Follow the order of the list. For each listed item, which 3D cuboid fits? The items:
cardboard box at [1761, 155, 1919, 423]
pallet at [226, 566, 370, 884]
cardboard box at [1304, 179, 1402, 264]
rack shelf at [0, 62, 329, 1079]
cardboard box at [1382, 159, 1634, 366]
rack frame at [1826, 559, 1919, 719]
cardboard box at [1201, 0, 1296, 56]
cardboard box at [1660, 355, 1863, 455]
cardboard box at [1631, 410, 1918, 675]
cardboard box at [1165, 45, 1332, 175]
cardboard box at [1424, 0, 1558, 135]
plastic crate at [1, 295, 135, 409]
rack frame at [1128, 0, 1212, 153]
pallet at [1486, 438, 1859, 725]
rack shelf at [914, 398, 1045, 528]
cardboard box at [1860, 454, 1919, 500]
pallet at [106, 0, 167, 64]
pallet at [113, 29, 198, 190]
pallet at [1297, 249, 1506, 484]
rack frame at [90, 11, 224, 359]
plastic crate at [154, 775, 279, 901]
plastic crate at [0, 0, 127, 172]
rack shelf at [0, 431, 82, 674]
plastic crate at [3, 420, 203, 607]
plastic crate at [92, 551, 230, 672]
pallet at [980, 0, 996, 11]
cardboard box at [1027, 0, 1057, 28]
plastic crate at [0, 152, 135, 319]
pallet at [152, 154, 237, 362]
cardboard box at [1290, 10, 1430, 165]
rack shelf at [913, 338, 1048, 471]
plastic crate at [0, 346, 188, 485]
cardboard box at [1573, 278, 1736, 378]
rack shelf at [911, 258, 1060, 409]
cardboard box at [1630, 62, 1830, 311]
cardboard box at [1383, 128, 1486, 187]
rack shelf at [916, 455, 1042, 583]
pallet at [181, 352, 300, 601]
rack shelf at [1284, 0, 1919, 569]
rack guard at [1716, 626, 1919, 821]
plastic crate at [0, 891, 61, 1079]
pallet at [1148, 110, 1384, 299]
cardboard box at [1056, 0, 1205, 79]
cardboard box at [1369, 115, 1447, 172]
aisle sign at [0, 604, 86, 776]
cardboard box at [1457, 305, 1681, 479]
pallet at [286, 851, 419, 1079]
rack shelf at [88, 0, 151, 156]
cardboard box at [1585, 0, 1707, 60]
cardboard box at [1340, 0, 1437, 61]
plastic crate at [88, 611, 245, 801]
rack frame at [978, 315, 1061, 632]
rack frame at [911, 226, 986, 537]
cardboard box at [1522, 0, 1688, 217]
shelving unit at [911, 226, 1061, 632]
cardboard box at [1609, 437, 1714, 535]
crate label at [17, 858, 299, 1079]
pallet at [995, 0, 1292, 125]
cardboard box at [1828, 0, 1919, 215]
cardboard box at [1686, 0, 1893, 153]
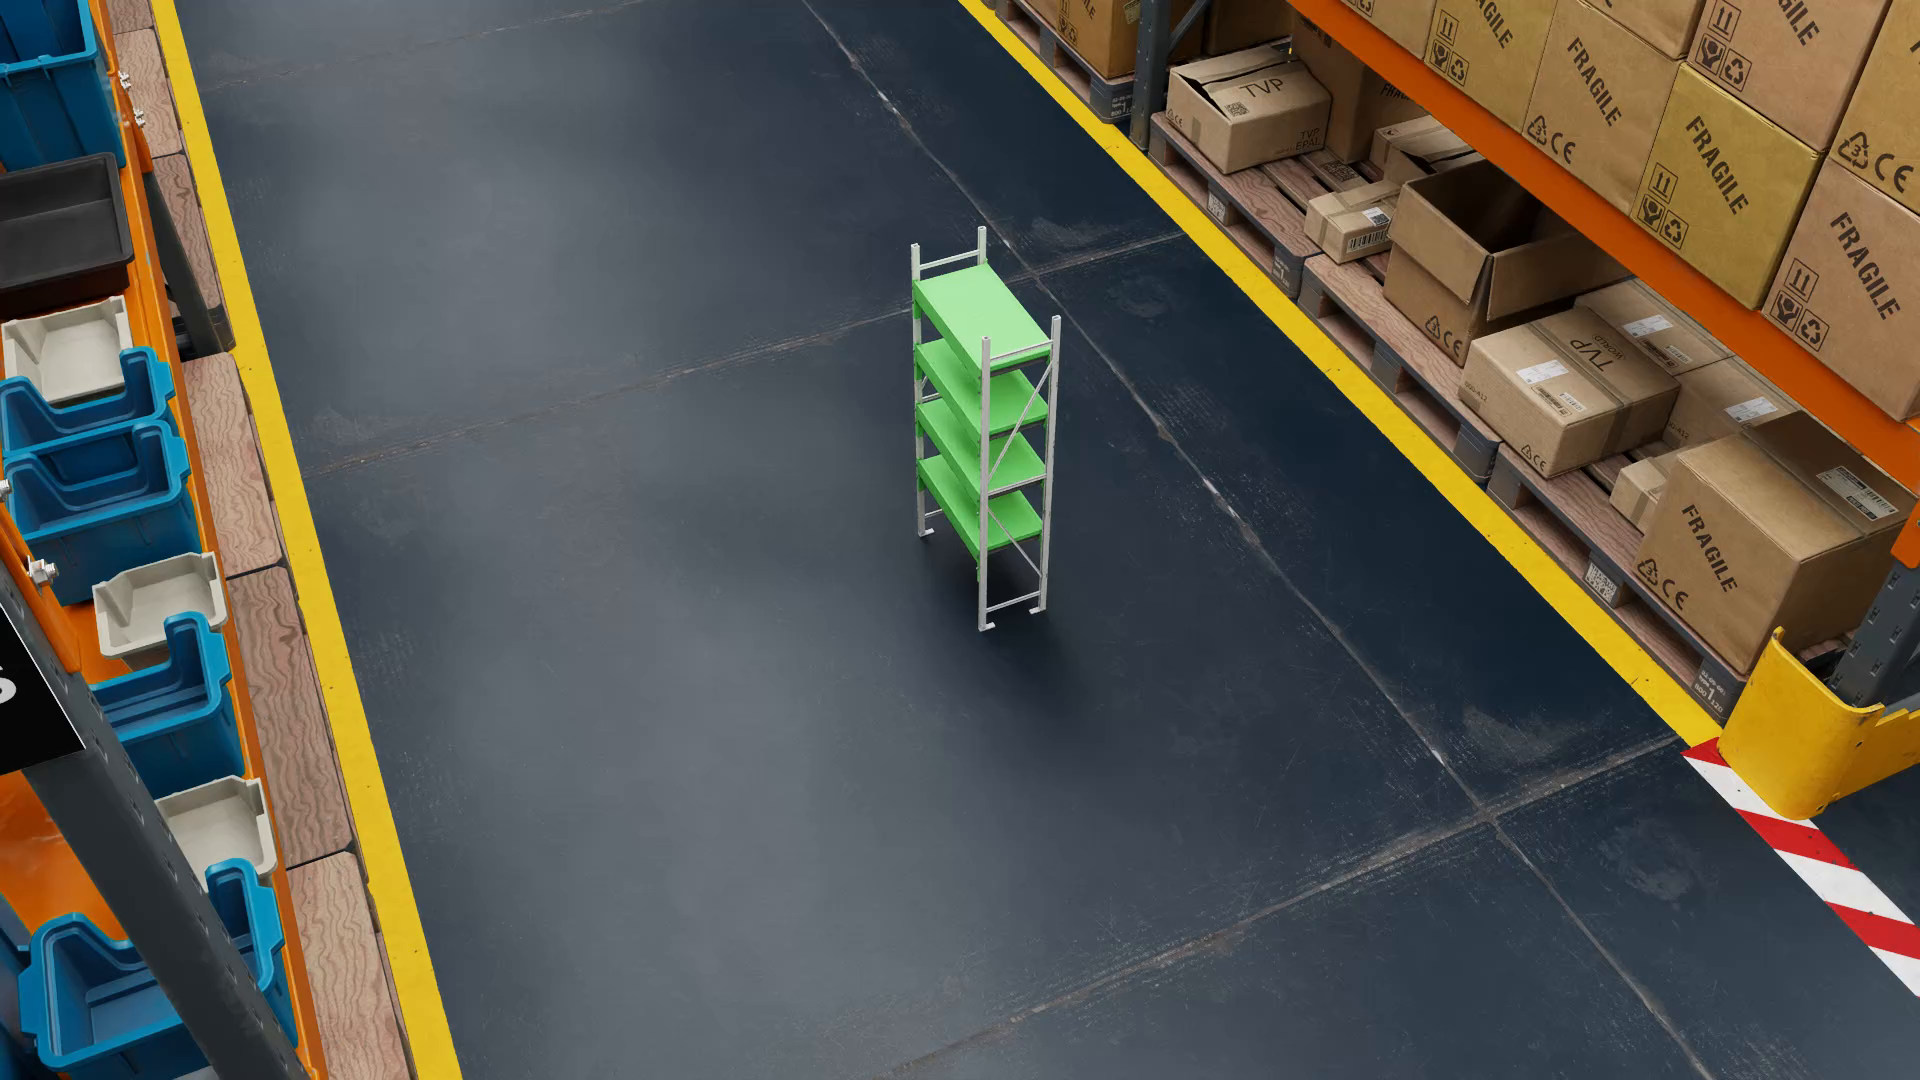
[{"bbox_3d":[2.498,-0.698,4.250,0.500,0.500,0.500,-17,47,-16],"label":"cardboard box"},{"bbox_3d":[-2.384,0.683,4.908,1.003,0.211,1.213,-18,47,-17],"label":"pallet"},{"bbox_3d":[1.604,-1.275,6.610,0.380,0.166,0.250,-18,47,-17],"label":"cardboard box"},{"bbox_3d":[-2.404,-0.015,4.142,1.077,0.370,4.000,-18,47,-17],"label":"rack shelf"},{"bbox_3d":[2.046,-1.078,6.171,0.797,0.503,0.637,-18,47,-17],"label":"cardboard box"},{"bbox_3d":[2.933,-0.457,4.078,1.000,3.000,0.127,-18,47,-17],"label":"rack frame"},{"bbox_3d":[1.269,-2.653,7.770,0.500,0.500,0.500,-20,48,-19],"label":"cardboard box"},{"bbox_3d":[2.751,-0.384,5.648,0.500,0.250,0.500,-18,47,-17],"label":"cardboard box"},{"bbox_3d":[2.481,0.002,5.078,0.500,0.500,0.500,-18,47,-17],"label":"cardboard box"},{"bbox_3d":[1.231,-1.874,7.115,0.500,0.311,0.500,-18,47,-17],"label":"cardboard box"},{"bbox_3d":[1.860,-1.668,5.234,0.500,0.500,0.500,-19,48,-18],"label":"cardboard box"},{"bbox_3d":[-2.240,-0.452,4.218,0.293,0.136,0.466,-18,47,-17],"label":"plastic crate"},{"bbox_3d":[1.251,-3.006,6.661,1.000,3.000,0.127,-18,47,-17],"label":"rack frame"},{"bbox_3d":[2.565,-0.021,5.621,1.003,0.211,1.213,-18,47,-17],"label":"pallet"},{"bbox_3d":[0.070,-0.276,5.267,0.258,0.148,0.480,-18,47,-17],"label":"rack shelf"},{"bbox_3d":[2.964,-0.133,5.453,0.380,0.166,0.250,-18,47,-17],"label":"cardboard box"},{"bbox_3d":[-4.557,-2.612,8.247,1.003,0.211,1.213,-18,47,-17],"label":"pallet"},{"bbox_3d":[-4.048,-1.836,7.460,1.003,0.211,1.213,-18,47,-17],"label":"pallet"},{"bbox_3d":[2.056,-0.797,6.408,1.003,0.211,1.213,-18,47,-17],"label":"pallet"},{"bbox_3d":[-3.245,-1.546,5.181,1.000,3.000,0.127,-18,47,-17],"label":"rack frame"},{"bbox_3d":[-1.428,0.592,3.159,0.250,0.136,0.298,-18,47,-17],"label":"plastic crate"},{"bbox_3d":[-2.739,-1.365,4.966,0.392,0.384,0.575,-18,47,-17],"label":"plastic crate"},{"bbox_3d":[-2.404,-1.083,3.088,1.077,0.370,4.000,-18,47,-17],"label":"rack shelf"},{"bbox_3d":[-1.922,-0.052,3.744,0.416,0.233,0.300,-18,47,-17],"label":"plastic crate"},{"bbox_3d":[-1.713,0.160,3.597,0.250,0.136,0.298,-18,47,-17],"label":"plastic crate"},{"bbox_3d":[0.358,-3.299,8.943,1.003,0.211,1.213,-18,47,-17],"label":"pallet"},{"bbox_3d":[0.583,-2.820,7.939,0.500,0.500,0.500,-18,47,-17],"label":"cardboard box"},{"bbox_3d":[-2.530,-0.835,4.614,0.437,0.125,0.590,-18,47,-17],"label":"plastic crate"},{"bbox_3d":[-3.531,-1.057,6.671,1.003,0.211,1.213,-18,47,-17],"label":"pallet"},{"bbox_3d":[1.748,-1.994,7.101,0.500,0.500,0.500,-18,47,-17],"label":"cardboard box"},{"bbox_3d":[0.070,-0.447,5.098,0.258,0.148,0.480,-18,47,-17],"label":"rack shelf"},{"bbox_3d":[-2.048,-0.243,3.937,0.416,0.233,0.300,-18,47,-17],"label":"plastic crate"},{"bbox_3d":[2.541,-0.702,5.971,0.500,0.250,0.500,-18,47,-17],"label":"cardboard box"},{"bbox_3d":[0.070,-0.618,4.929,0.258,0.148,0.480,-18,47,-17],"label":"rack shelf"},{"bbox_3d":[2.276,-1.027,4.584,0.500,0.500,0.500,-18,47,-17],"label":"cardboard box"},{"bbox_3d":[2.063,-1.448,6.683,0.500,0.311,0.500,-18,47,-17],"label":"cardboard box"},{"bbox_3d":[0.070,-0.105,5.435,0.258,0.148,0.480,-18,47,-17],"label":"rack shelf"},{"bbox_3d":[-2.900,-0.096,5.697,1.003,0.211,1.213,-18,47,-17],"label":"pallet"},{"bbox_3d":[2.092,-1.476,5.622,1.077,0.370,4.000,-18,47,-17],"label":"rack shelf"},{"bbox_3d":[2.901,0.384,5.005,1.175,0.500,0.348,-18,47,-17],"label":"rack guard"},{"bbox_3d":[-1.873,0.811,2.724,0.616,0.435,0.499,-18,47,-17],"label":"plastic crate"},{"bbox_3d":[1.539,-1.576,7.197,1.003,0.211,1.213,-18,47,-17],"label":"pallet"},{"bbox_3d":[0.783,-2.503,7.617,0.500,0.500,0.500,-18,47,-18],"label":"cardboard box"},{"bbox_3d":[1.960,-1.647,7.000,0.380,0.149,0.250,-18,47,-17],"label":"cardboard box"},{"bbox_3d":[-1.263,0.036,1.727,0.394,0.787,0.004,-18,47,-17],"label":"aisle sign"},{"bbox_3d":[2.109,-0.523,5.789,0.500,0.250,0.500,-18,47,-17],"label":"cardboard box"},{"bbox_3d":[-1.874,1.459,4.121,1.003,0.211,1.213,-18,47,-17],"label":"pallet"},{"bbox_3d":[-4.086,-2.564,6.725,1.077,0.370,4.000,-18,47,-17],"label":"rack shelf"},{"bbox_3d":[2.061,-1.702,4.556,0.500,0.500,0.500,-17,47,-16],"label":"cardboard box"},{"bbox_3d":[1.645,-1.992,5.562,0.500,0.500,0.500,-18,47,-18],"label":"cardboard box"},{"bbox_3d":[-1.645,0.368,3.318,0.416,0.233,0.300,-18,47,-17],"label":"plastic crate"},{"bbox_3d":[0.172,-0.166,5.064,0.240,1.200,0.015,-18,47,-17],"label":"rack frame"},{"bbox_3d":[-0.033,-0.477,5.379,0.240,1.200,0.015,-18,47,-17],"label":"rack frame"},{"bbox_3d":[2.071,-1.347,4.908,0.500,0.500,0.500,-18,47,-17],"label":"cardboard box"},{"bbox_3d":[0.070,-0.322,5.222,0.258,1.200,0.503,-18,47,-17],"label":"shelving unit"},{"bbox_3d":[2.392,-0.164,5.484,0.380,0.166,0.250,-18,47,-17],"label":"cardboard box"},{"bbox_3d":[-1.368,0.787,2.893,0.416,0.233,0.303,-18,47,-17],"label":"crate label"},{"bbox_3d":[0.875,-2.521,8.154,1.003,0.211,1.213,-18,47,-17],"label":"pallet"},{"bbox_3d":[2.496,-1.051,3.896,0.500,0.500,0.500,-18,48,-18],"label":"cardboard box"},{"bbox_3d":[2.283,-1.373,4.222,0.500,0.500,0.500,-17,47,-16],"label":"cardboard box"}]
